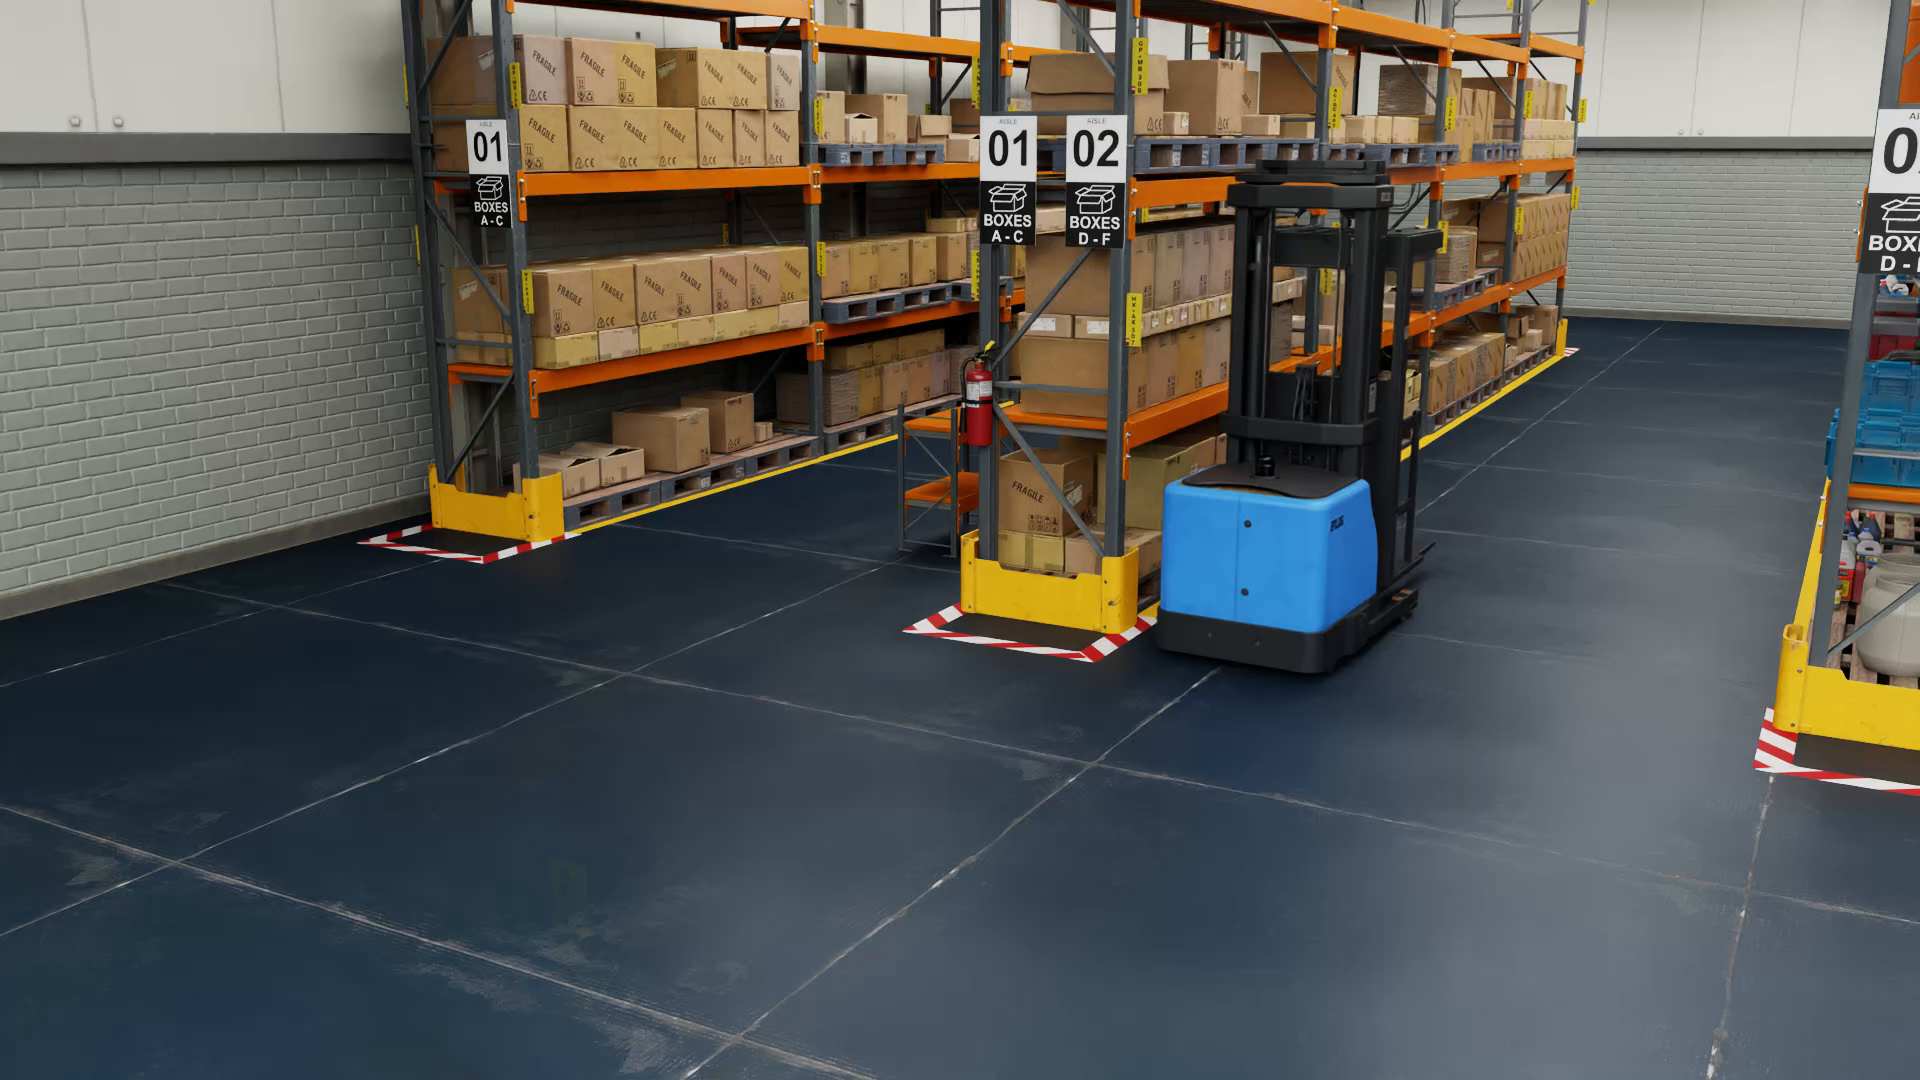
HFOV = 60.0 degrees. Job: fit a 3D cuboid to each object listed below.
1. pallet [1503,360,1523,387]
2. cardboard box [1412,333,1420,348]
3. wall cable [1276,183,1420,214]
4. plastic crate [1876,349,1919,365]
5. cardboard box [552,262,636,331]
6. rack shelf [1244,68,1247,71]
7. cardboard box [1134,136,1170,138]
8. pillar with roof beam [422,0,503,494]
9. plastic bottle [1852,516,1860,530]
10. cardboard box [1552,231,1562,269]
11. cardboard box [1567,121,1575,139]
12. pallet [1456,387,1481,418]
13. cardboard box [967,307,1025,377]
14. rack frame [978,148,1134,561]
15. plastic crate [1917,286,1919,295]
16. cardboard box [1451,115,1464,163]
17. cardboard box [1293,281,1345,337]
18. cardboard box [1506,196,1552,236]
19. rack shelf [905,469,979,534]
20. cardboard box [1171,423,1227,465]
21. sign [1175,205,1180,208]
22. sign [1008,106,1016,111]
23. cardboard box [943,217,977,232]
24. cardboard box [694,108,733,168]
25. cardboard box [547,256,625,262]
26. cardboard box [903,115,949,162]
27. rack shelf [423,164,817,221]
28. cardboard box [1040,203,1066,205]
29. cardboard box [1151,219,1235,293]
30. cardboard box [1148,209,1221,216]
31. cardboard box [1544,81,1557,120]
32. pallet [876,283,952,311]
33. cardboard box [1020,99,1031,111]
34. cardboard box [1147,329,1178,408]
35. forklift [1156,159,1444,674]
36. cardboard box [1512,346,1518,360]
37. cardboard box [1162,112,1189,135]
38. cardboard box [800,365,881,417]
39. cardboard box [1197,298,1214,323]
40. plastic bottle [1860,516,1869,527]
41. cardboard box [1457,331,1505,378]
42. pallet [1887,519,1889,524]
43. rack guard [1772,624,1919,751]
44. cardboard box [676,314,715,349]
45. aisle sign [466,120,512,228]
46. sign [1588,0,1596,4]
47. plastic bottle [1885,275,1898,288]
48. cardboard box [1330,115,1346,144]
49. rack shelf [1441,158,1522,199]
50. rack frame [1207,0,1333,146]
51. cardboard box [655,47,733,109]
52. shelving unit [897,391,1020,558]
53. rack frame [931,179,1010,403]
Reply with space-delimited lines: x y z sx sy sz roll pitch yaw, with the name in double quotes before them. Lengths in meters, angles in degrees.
"pallet" 6.722 -2.208 21.743 1.003 0.211 1.213 7 15 28
"cardboard box" 5.217 -2.406 19.410 0.500 0.250 0.500 7 15 27
"wall cable" 7.032 -7.331 30.867 3.097 2.526 0.112 7 15 28
"plastic crate" 6.492 -1.097 11.314 0.767 0.338 0.504 7 15 28
"cardboard box" -3.008 -1.987 13.553 0.500 0.500 0.500 7 15 28
"rack shelf" 3.018 -6.766 24.287 1.077 0.370 4.000 7 15 28
"cardboard box" 2.616 -5.733 23.226 0.500 0.250 0.500 7 15 28
"pillar with roof beam" -0.400 -4.192 11.221 9.100 9.000 0.400 7 15 28
"plastic bottle" 6.186 -0.024 11.607 0.152 0.276 0.135 8 16 30
"cardboard box" 8.097 -4.063 23.272 0.500 0.500 0.500 8 15 29
"cardboard box" 8.298 -5.738 23.286 0.500 0.250 0.500 7 15 28
"pallet" 5.440 -1.645 19.407 1.003 0.211 1.213 7 15 28
"cardboard box" 0.588 -2.458 20.520 0.750 0.750 0.750 7 15 27
"rack frame" 0.588 -0.961 10.620 1.000 3.000 0.127 7 15 28
"plastic crate" 11.074 -2.841 18.854 0.396 0.136 0.243 7 15 28
"cardboard box" 4.884 -4.307 17.886 0.910 0.500 0.500 7 15 28
"cardboard box" 3.162 -2.094 15.106 0.500 0.500 0.500 9 16 32
"cardboard box" 7.610 -4.340 22.288 0.500 0.500 0.500 8 16 30
"rack shelf" 0.003 -0.311 12.965 0.538 0.278 1.000 7 15 28
"cardboard box" 1.770 -0.585 12.432 0.500 0.500 0.500 7 15 28
"sign" 3.502 -5.328 26.716 0.100 0.325 0.005 7 15 28
"sign" 0.591 -4.811 19.084 0.100 0.325 0.005 7 15 28
"cardboard box" -0.023 -3.666 19.306 0.380 0.149 0.250 5 15 21
"cardboard box" -2.334 -3.507 14.523 0.500 0.500 0.500 7 15 26
"cardboard box" -3.210 -2.152 14.239 0.500 0.500 0.500 7 15 27
"cardboard box" -0.590 -4.426 18.327 0.797 0.503 0.637 10 17 36
"rack shelf" -2.783 -3.040 14.379 1.077 0.370 4.000 7 15 28
"cardboard box" 1.354 -4.378 22.303 0.500 0.250 0.500 8 15 29
"cardboard box" 1.827 -2.163 12.623 0.700 0.500 0.500 7 15 28
"cardboard box" 3.405 -4.694 25.463 0.980 0.700 0.700 7 15 28
"cardboard box" 7.625 -5.922 22.449 0.700 0.500 0.500 7 15 28
"pallet" -0.804 -2.659 18.071 1.003 0.211 1.213 7 15 28
"cardboard box" 0.512 -5.104 20.253 0.700 0.500 0.500 6 15 25
"cardboard box" 1.075 -1.212 11.449 0.700 0.500 0.500 8 16 29
"forklift" 2.384 -0.945 10.702 1.130 2.935 3.031 8 16 30
"cardboard box" 7.191 -2.500 22.109 0.380 0.166 0.250 7 15 28
"cardboard box" 1.311 -2.791 11.150 0.380 0.149 0.250 7 15 28
"cardboard box" -1.269 -1.605 17.688 0.700 0.500 0.500 7 15 27
"cardboard box" 1.587 -1.646 11.862 0.380 0.149 0.250 7 15 27
"plastic bottle" 6.280 -0.016 11.557 0.061 0.283 0.133 7 15 28
"cardboard box" 6.402 -2.288 20.519 0.500 0.500 0.500 7 15 28
"pallet" 7.791 -0.281 13.748 1.003 0.211 1.213 7 15 28
"rack guard" 4.918 0.795 8.669 1.175 0.500 0.348 7 15 28
"cardboard box" -2.500 -1.838 14.534 0.500 0.250 0.500 8 15 29
"aisle sign" -3.522 -2.737 12.438 0.394 0.787 0.004 7 15 28
"sign" 8.799 -7.624 23.127 0.100 0.325 0.005 7 15 28
"plastic bottle" 10.250 -2.793 18.325 0.144 0.351 0.185 7 15 28
"cardboard box" 3.091 -3.610 14.629 0.500 0.250 0.500 6 15 23
"rack shelf" 5.422 -4.121 18.863 1.077 0.370 4.000 7 15 28
"rack frame" 2.522 -4.698 13.321 1.000 3.000 0.127 7 15 28
"cardboard box" -2.320 -3.989 14.391 0.500 0.500 0.500 7 15 26
"shelving unit" 0.003 -0.548 12.907 0.538 1.125 1.048 7 15 28
"rack frame" 0.117 -3.163 19.753 1.000 3.000 0.127 7 15 28
